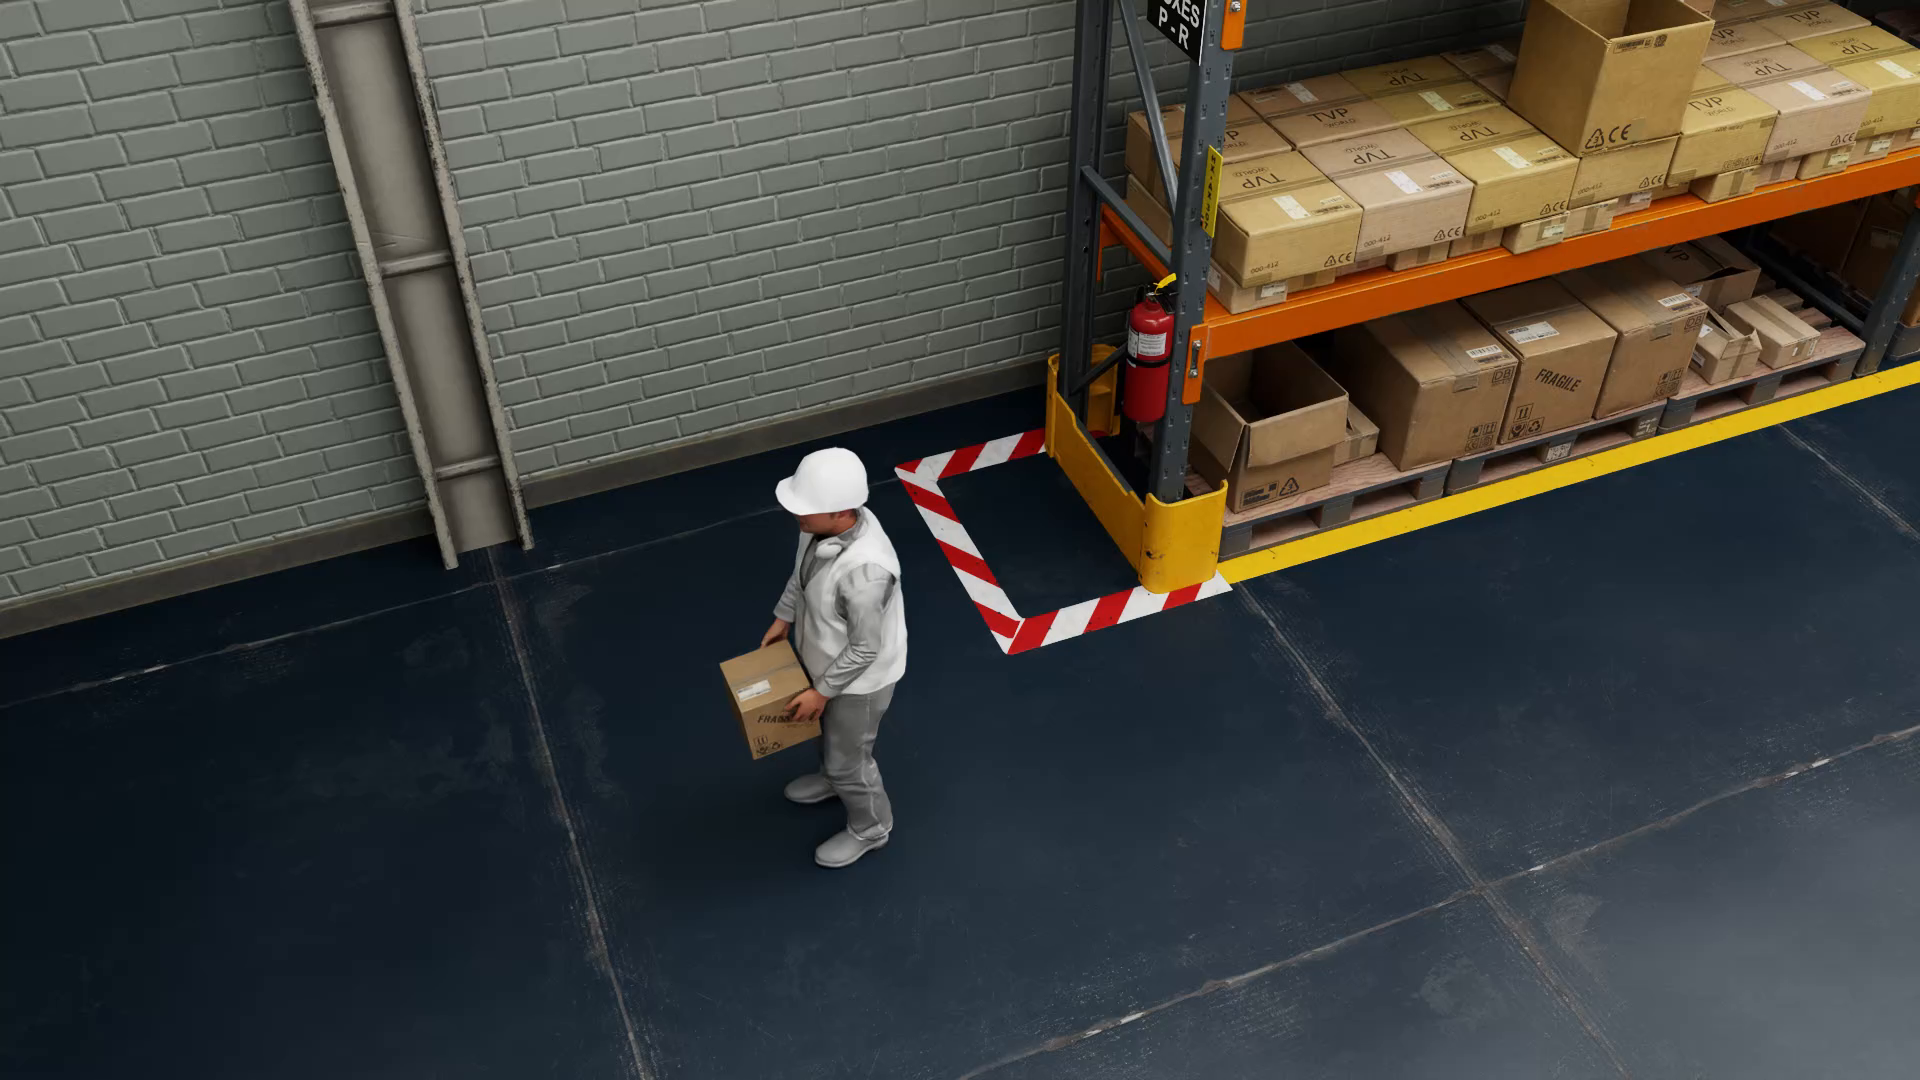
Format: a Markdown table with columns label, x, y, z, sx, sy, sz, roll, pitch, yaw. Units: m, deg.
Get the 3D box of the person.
| label | x | y | z | sx | sy | sz | roll | pitch | yaw |
| --- | --- | --- | --- | --- | --- | --- | --- | --- | --- |
| person | -0.422 | 0.402 | 5.679 | 0.470 | 1.779 | 0.546 | -16 | 44 | -17 |
